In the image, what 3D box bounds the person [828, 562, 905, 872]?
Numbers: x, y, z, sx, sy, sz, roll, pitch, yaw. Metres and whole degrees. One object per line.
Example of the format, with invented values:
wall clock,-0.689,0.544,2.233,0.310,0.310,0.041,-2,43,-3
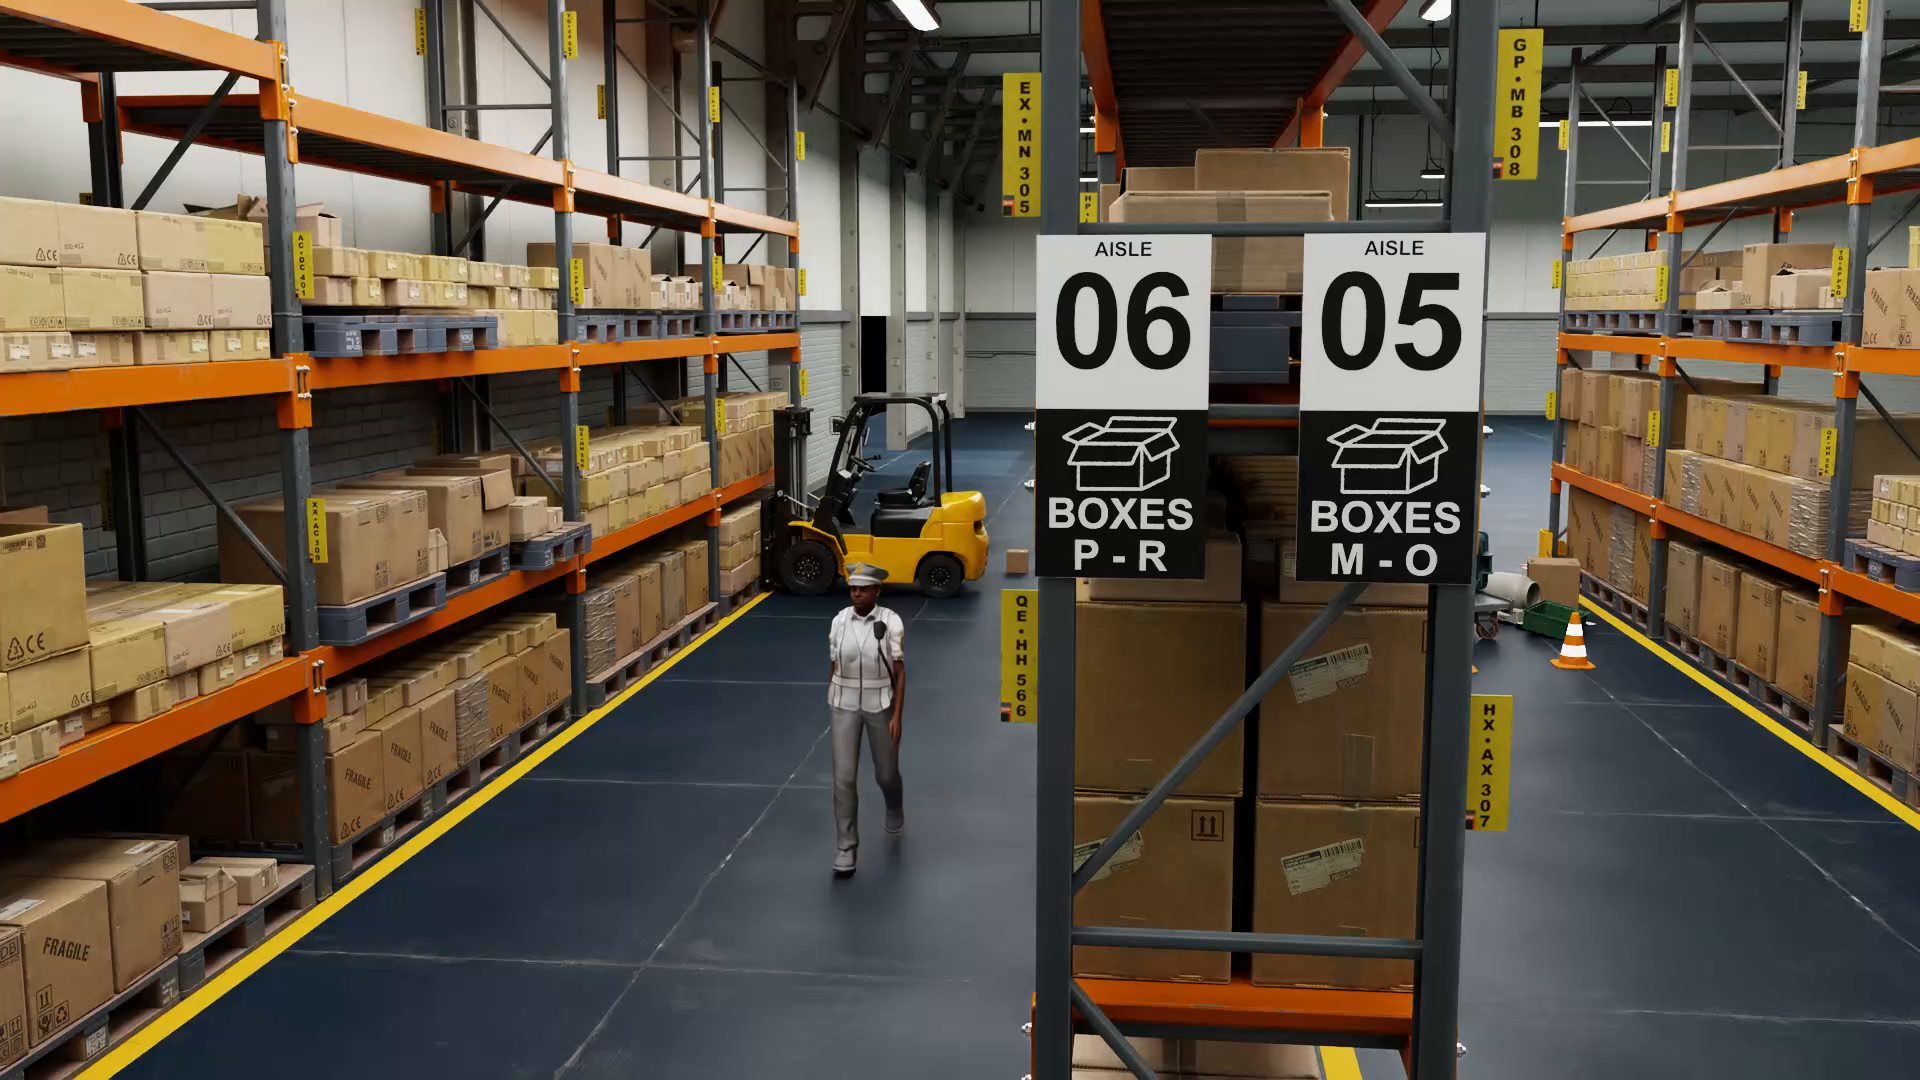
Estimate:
person,-0.514,0.930,9.238,0.441,1.659,0.813,1,8,6
